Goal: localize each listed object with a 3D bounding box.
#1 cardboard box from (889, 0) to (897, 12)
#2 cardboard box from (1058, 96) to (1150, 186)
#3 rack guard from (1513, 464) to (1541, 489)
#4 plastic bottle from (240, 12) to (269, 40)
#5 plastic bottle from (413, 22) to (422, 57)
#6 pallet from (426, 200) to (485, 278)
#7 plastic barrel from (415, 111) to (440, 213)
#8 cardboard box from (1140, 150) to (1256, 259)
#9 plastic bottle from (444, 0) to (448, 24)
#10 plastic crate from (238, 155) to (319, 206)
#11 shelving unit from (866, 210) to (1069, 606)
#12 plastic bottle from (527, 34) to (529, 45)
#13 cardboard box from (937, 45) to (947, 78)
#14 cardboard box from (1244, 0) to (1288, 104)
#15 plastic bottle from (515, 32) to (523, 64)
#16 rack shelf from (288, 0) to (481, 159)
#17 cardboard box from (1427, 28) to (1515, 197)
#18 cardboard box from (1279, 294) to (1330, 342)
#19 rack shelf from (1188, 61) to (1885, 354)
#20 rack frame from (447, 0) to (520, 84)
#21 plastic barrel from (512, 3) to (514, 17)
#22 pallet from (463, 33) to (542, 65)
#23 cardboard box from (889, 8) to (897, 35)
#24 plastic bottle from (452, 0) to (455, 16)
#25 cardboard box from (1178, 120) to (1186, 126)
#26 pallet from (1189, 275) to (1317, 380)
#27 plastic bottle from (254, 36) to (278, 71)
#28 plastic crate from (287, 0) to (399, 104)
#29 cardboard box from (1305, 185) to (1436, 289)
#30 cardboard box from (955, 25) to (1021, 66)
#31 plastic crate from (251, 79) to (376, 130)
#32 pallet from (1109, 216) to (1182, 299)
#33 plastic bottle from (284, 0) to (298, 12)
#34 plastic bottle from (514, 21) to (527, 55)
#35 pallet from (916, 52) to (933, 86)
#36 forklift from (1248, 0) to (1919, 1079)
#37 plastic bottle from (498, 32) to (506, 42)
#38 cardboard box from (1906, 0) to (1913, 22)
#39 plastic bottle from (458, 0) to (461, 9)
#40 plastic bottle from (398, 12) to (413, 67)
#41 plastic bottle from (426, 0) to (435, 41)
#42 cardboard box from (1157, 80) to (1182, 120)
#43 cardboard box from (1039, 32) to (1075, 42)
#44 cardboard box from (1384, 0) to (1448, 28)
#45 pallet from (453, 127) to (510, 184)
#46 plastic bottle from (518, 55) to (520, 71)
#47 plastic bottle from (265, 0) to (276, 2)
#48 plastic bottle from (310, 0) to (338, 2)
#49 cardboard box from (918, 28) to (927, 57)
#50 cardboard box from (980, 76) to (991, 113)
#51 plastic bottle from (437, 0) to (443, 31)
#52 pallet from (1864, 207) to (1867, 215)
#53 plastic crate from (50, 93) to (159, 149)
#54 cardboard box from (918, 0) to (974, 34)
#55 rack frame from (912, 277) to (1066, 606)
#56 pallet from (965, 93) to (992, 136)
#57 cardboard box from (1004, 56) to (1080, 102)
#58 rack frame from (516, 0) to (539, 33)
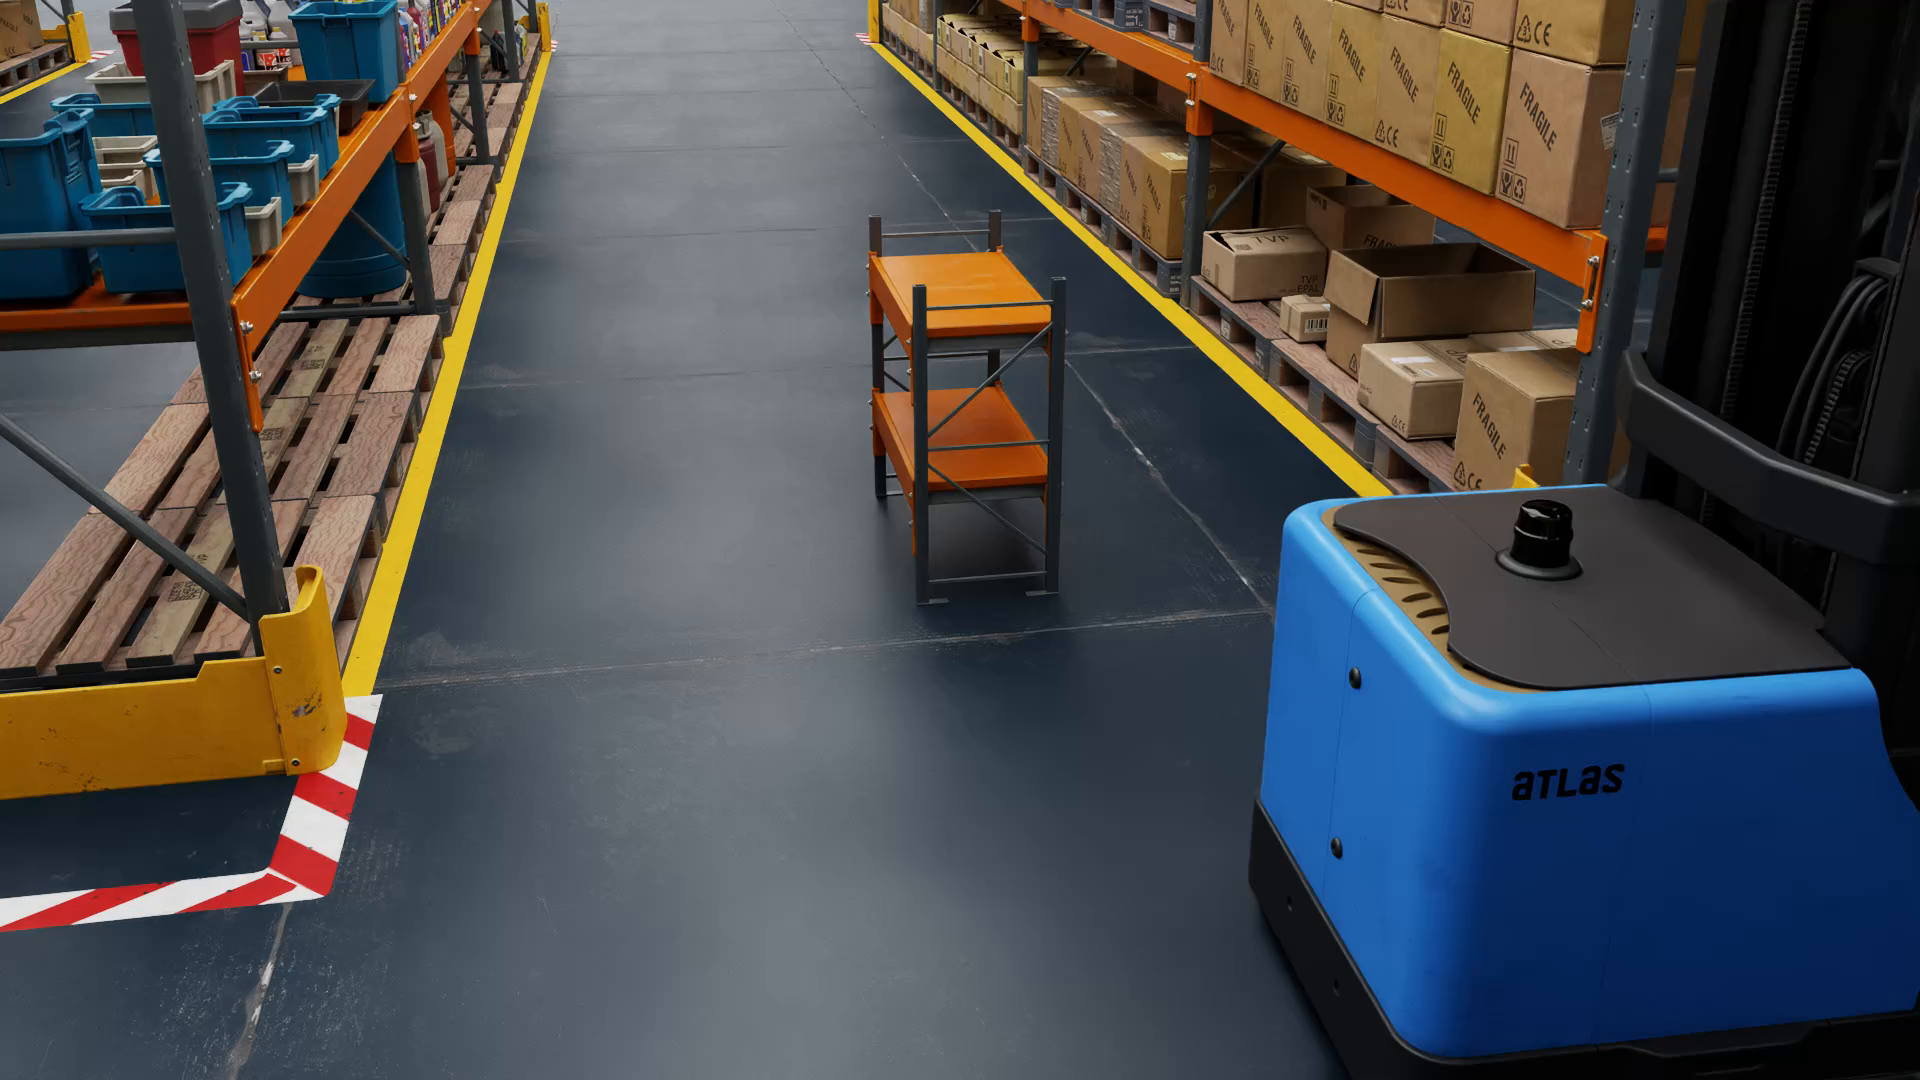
[{"bbox_3d":[-0.525,-6.258,18.805,0.500,0.500,0.500,-4,24,-10],"label":"cardboard box"},{"bbox_3d":[0.973,-2.712,11.285,0.500,0.500,0.500,-5,24,-10],"label":"cardboard box"},{"bbox_3d":[2.445,0.003,5.618,1.175,0.500,0.348,-4,24,-10],"label":"rack guard"},{"bbox_3d":[-3.607,-2.539,8.470,0.152,0.276,0.135,-4,24,-10],"label":"plastic bottle"},{"bbox_3d":[-2.959,-2.708,8.951,0.097,0.201,0.097,0,24,0],"label":"plastic bottle"},{"bbox_3d":[-3.480,-1.830,10.177,1.003,0.211,1.213,-4,24,-10],"label":"pallet"},{"bbox_3d":[-3.573,-2.346,10.362,0.600,0.588,0.708,-4,24,-10],"label":"plastic barrel"},{"bbox_3d":[1.346,-1.915,9.460,0.500,0.500,0.500,-4,24,-10],"label":"cardboard box"},{"bbox_3d":[-3.241,-3.308,10.325,0.097,0.201,0.097,0,24,0],"label":"plastic bottle"},{"bbox_3d":[-2.235,-1.175,5.446,0.250,0.136,0.298,-4,24,-10],"label":"plastic crate"},{"bbox_3d":[0.001,-0.513,6.019,0.538,1.125,1.048,-4,24,-10],"label":"shelving unit"},{"bbox_3d":[-4.598,-5.270,17.516,0.097,0.201,0.097,0,24,0],"label":"plastic bottle"},{"bbox_3d":[0.071,-4.588,15.918,0.500,0.250,0.500,-5,24,-11],"label":"cardboard box"},{"bbox_3d":[1.644,-2.310,7.666,0.500,0.500,0.500,-4,24,-9],"label":"cardboard box"},{"bbox_3d":[-4.405,-4.878,16.430,0.144,0.351,0.185,-5,24,-12],"label":"plastic bottle"},{"bbox_3d":[-3.519,-2.778,9.761,1.077,0.370,4.000,-4,24,-10],"label":"rack shelf"},{"bbox_3d":[2.009,-1.518,5.853,0.500,0.500,0.500,-4,24,-9],"label":"cardboard box"},{"bbox_3d":[1.754,-1.068,7.939,0.380,0.166,0.250,-4,24,-10],"label":"cardboard box"},{"bbox_3d":[2.089,-1.570,6.995,1.077,0.370,4.000,-4,24,-10],"label":"rack shelf"},{"bbox_3d":[-4.629,-5.467,15.021,1.000,3.000,0.127,-4,24,-10],"label":"rack frame"},{"bbox_3d":[-5.172,-5.840,18.457,0.421,0.512,0.421,0,24,0],"label":"plastic barrel"},{"bbox_3d":[-5.163,-5.417,18.388,1.003,0.211,1.213,-4,24,-10],"label":"pallet"},{"bbox_3d":[-0.523,-5.915,18.955,0.500,0.250,0.500,-4,24,-10],"label":"cardboard box"},{"bbox_3d":[-3.331,-3.500,10.764,0.097,0.201,0.097,0,24,0],"label":"plastic bottle"},{"bbox_3d":[1.675,-2.356,10.471,0.500,0.500,0.500,-4,24,-9],"label":"cardboard box"},{"bbox_3d":[1.845,-1.138,8.591,1.003,0.211,1.213,-4,24,-10],"label":"pallet"},{"bbox_3d":[-3.421,-2.377,8.194,0.097,0.201,0.097,0,24,0],"label":"plastic bottle"},{"bbox_3d":[-2.728,-2.183,7.444,0.392,0.384,0.575,-4,24,-10],"label":"plastic crate"},{"bbox_3d":[2.103,-1.539,8.599,0.500,0.500,0.500,-4,24,-10],"label":"cardboard box"},{"bbox_3d":[0.256,-4.440,14.879,0.500,0.311,0.500,-5,24,-11],"label":"cardboard box"},{"bbox_3d":[-2.678,-1.802,6.896,0.437,0.125,0.590,-4,24,-10],"label":"plastic crate"},{"bbox_3d":[1.532,-1.725,9.936,1.003,0.211,1.213,-4,24,-10],"label":"pallet"},{"bbox_3d":[-3.533,-2.719,8.789,0.144,0.351,0.185,-4,24,-10],"label":"plastic bottle"},{"bbox_3d":[-4.518,-5.118,16.981,0.144,0.351,0.185,-3,24,-8],"label":"plastic bottle"},{"bbox_3d":[0.134,-4.871,17.138,1.003,0.211,1.213,-4,24,-10],"label":"pallet"},{"bbox_3d":[2.278,-0.349,3.387,3.031,2.935,1.130,-4,24,-8],"label":"forklift"},{"bbox_3d":[-4.625,-4.990,16.780,0.152,0.276,0.135,-4,24,-10],"label":"plastic bottle"},{"bbox_3d":[6.066,-3.362,10.490,0.380,0.149,0.250,-4,24,-10],"label":"cardboard box"},{"bbox_3d":[-3.395,-3.713,11.150,0.061,0.283,0.133,-4,24,-10],"label":"plastic bottle"},{"bbox_3d":[-2.880,-2.572,8.553,0.097,0.271,0.097,0,24,0],"label":"plastic bottle"},{"bbox_3d":[-3.087,-3.013,9.563,0.097,0.271,0.097,0,24,0],"label":"plastic bottle"},{"bbox_3d":[1.591,-2.885,10.743,0.500,0.250,0.500,-5,24,-11],"label":"cardboard box"},{"bbox_3d":[0.878,-4.285,14.524,0.500,0.311,0.500,-5,24,-10],"label":"cardboard box"},{"bbox_3d":[1.912,-2.173,6.105,0.500,0.500,0.500,-4,24,-8],"label":"cardboard box"},{"bbox_3d":[-3.994,-2.924,12.681,1.003,0.211,1.213,-4,24,-10],"label":"pallet"},{"bbox_3d":[-4.276,-4.584,15.946,0.097,0.201,0.097,0,24,0],"label":"plastic bottle"},{"bbox_3d":[-3.726,-2.790,9.045,0.152,0.276,0.135,-4,24,-10],"label":"plastic bottle"},{"bbox_3d":[-3.720,-3.133,9.737,0.144,0.351,0.185,-4,24,-10],"label":"plastic bottle"},{"bbox_3d":[-0.143,-5.129,17.156,0.500,0.250,0.500,-4,24,-10],"label":"cardboard box"},{"bbox_3d":[0.454,-3.781,14.070,0.500,0.250,0.500,-4,24,-9],"label":"cardboard box"},{"bbox_3d":[-3.195,-3.229,9.956,0.144,0.351,0.185,-4,24,-10],"label":"plastic bottle"},{"bbox_3d":[6.141,-2.555,11.836,1.003,0.211,1.213,-4,24,-10],"label":"pallet"},{"bbox_3d":[-3.041,-1.487,6.041,0.416,0.233,0.300,-4,24,-10],"label":"plastic crate"},{"bbox_3d":[-0.142,-5.472,17.006,0.500,0.500,0.500,-4,24,-10],"label":"cardboard box"},{"bbox_3d":[0.095,-0.313,5.561,0.500,1.125,0.032,-4,24,-10],"label":"rack frame"},{"bbox_3d":[0.643,-3.787,14.657,1.003,0.211,1.213,-4,24,-10],"label":"pallet"},{"bbox_3d":[0.641,-3.636,13.038,0.500,0.311,0.500,-4,24,-8],"label":"cardboard box"},{"bbox_3d":[-5.368,-7.041,18.623,1.000,3.000,0.127,-4,24,-10],"label":"rack frame"}]
